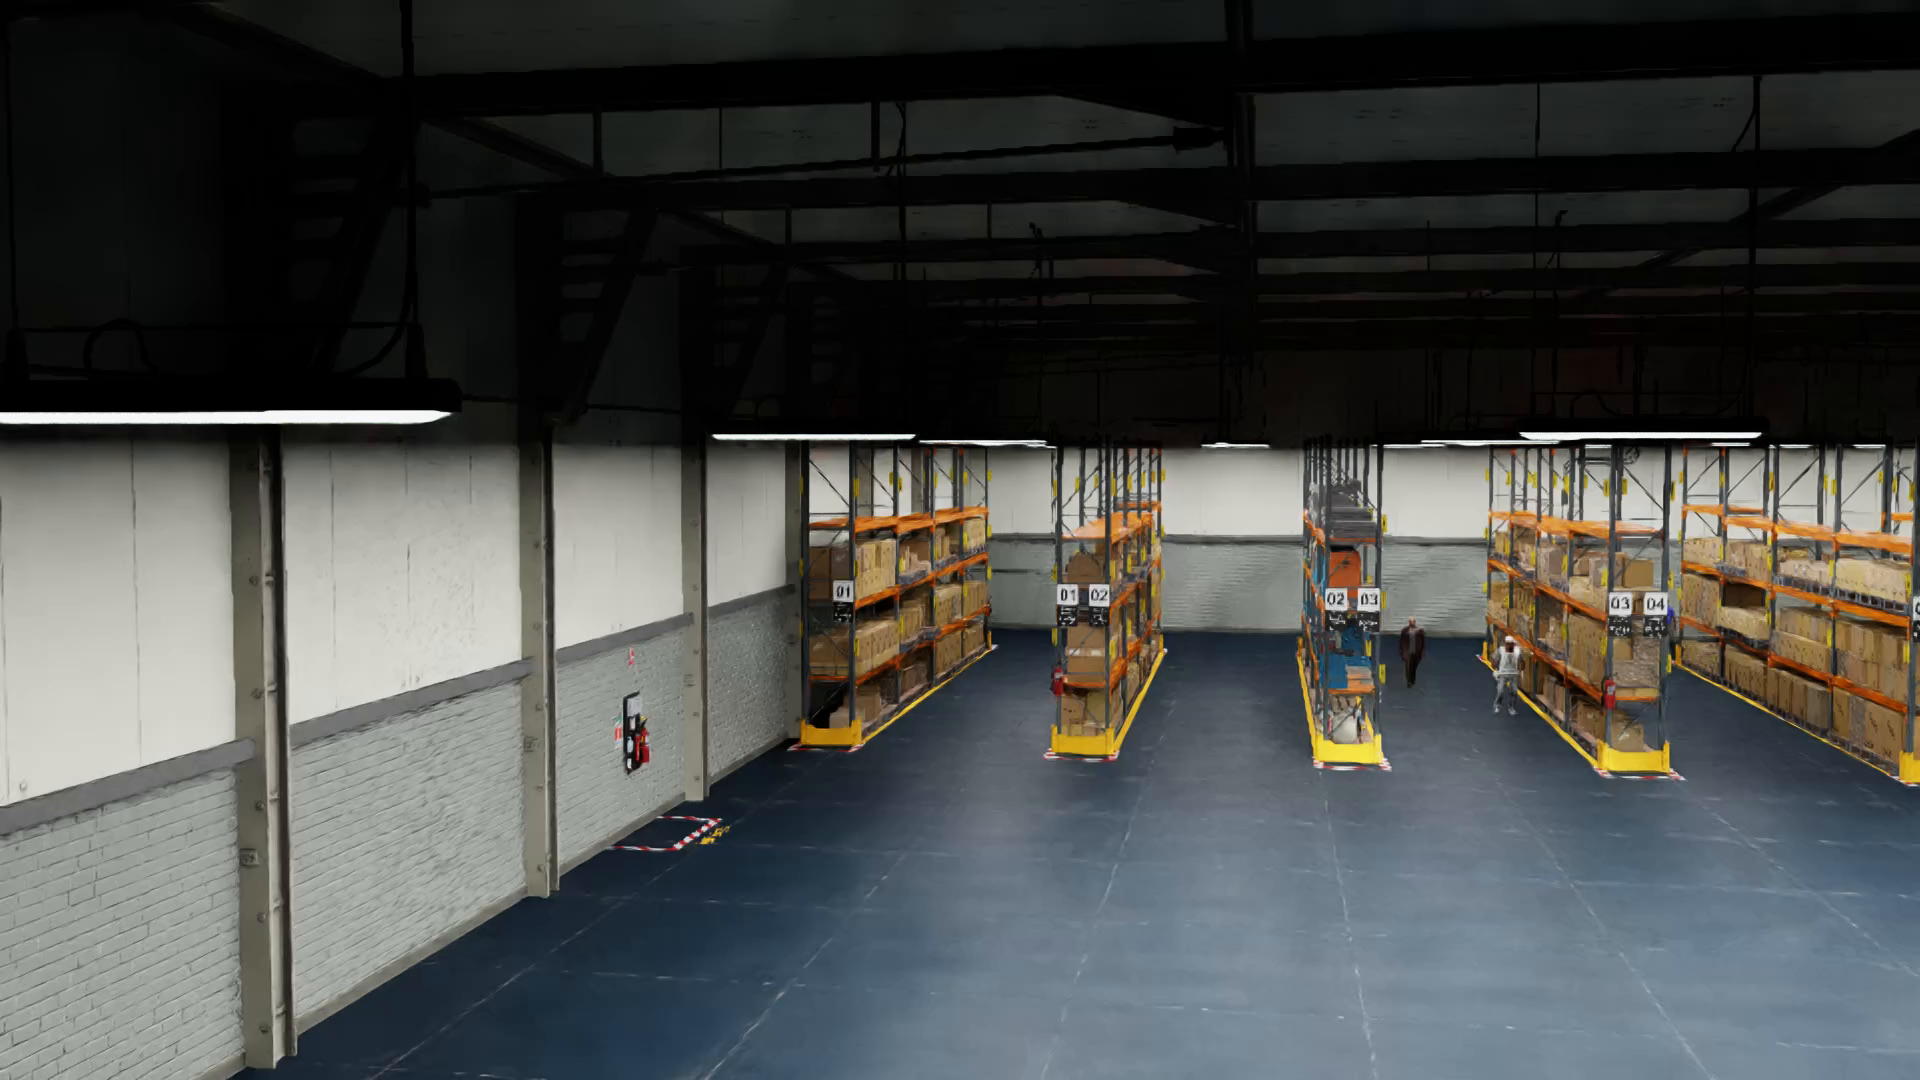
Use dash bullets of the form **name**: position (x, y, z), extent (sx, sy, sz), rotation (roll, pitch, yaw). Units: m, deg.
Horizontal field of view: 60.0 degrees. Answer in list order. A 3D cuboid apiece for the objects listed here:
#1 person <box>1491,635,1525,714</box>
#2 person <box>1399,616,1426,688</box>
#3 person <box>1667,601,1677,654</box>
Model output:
- **person**: position (11.860, 2.916, 35.992), extent (0.702, 1.735, 0.549), rotation (0, 3, 9)
- **person**: position (10.937, 2.684, 40.166), extent (0.600, 1.725, 1.094), rotation (0, 3, 9)
- **person**: position (19.699, 2.411, 46.219), extent (0.499, 1.636, 0.524), rotation (-3, 4, -42)
